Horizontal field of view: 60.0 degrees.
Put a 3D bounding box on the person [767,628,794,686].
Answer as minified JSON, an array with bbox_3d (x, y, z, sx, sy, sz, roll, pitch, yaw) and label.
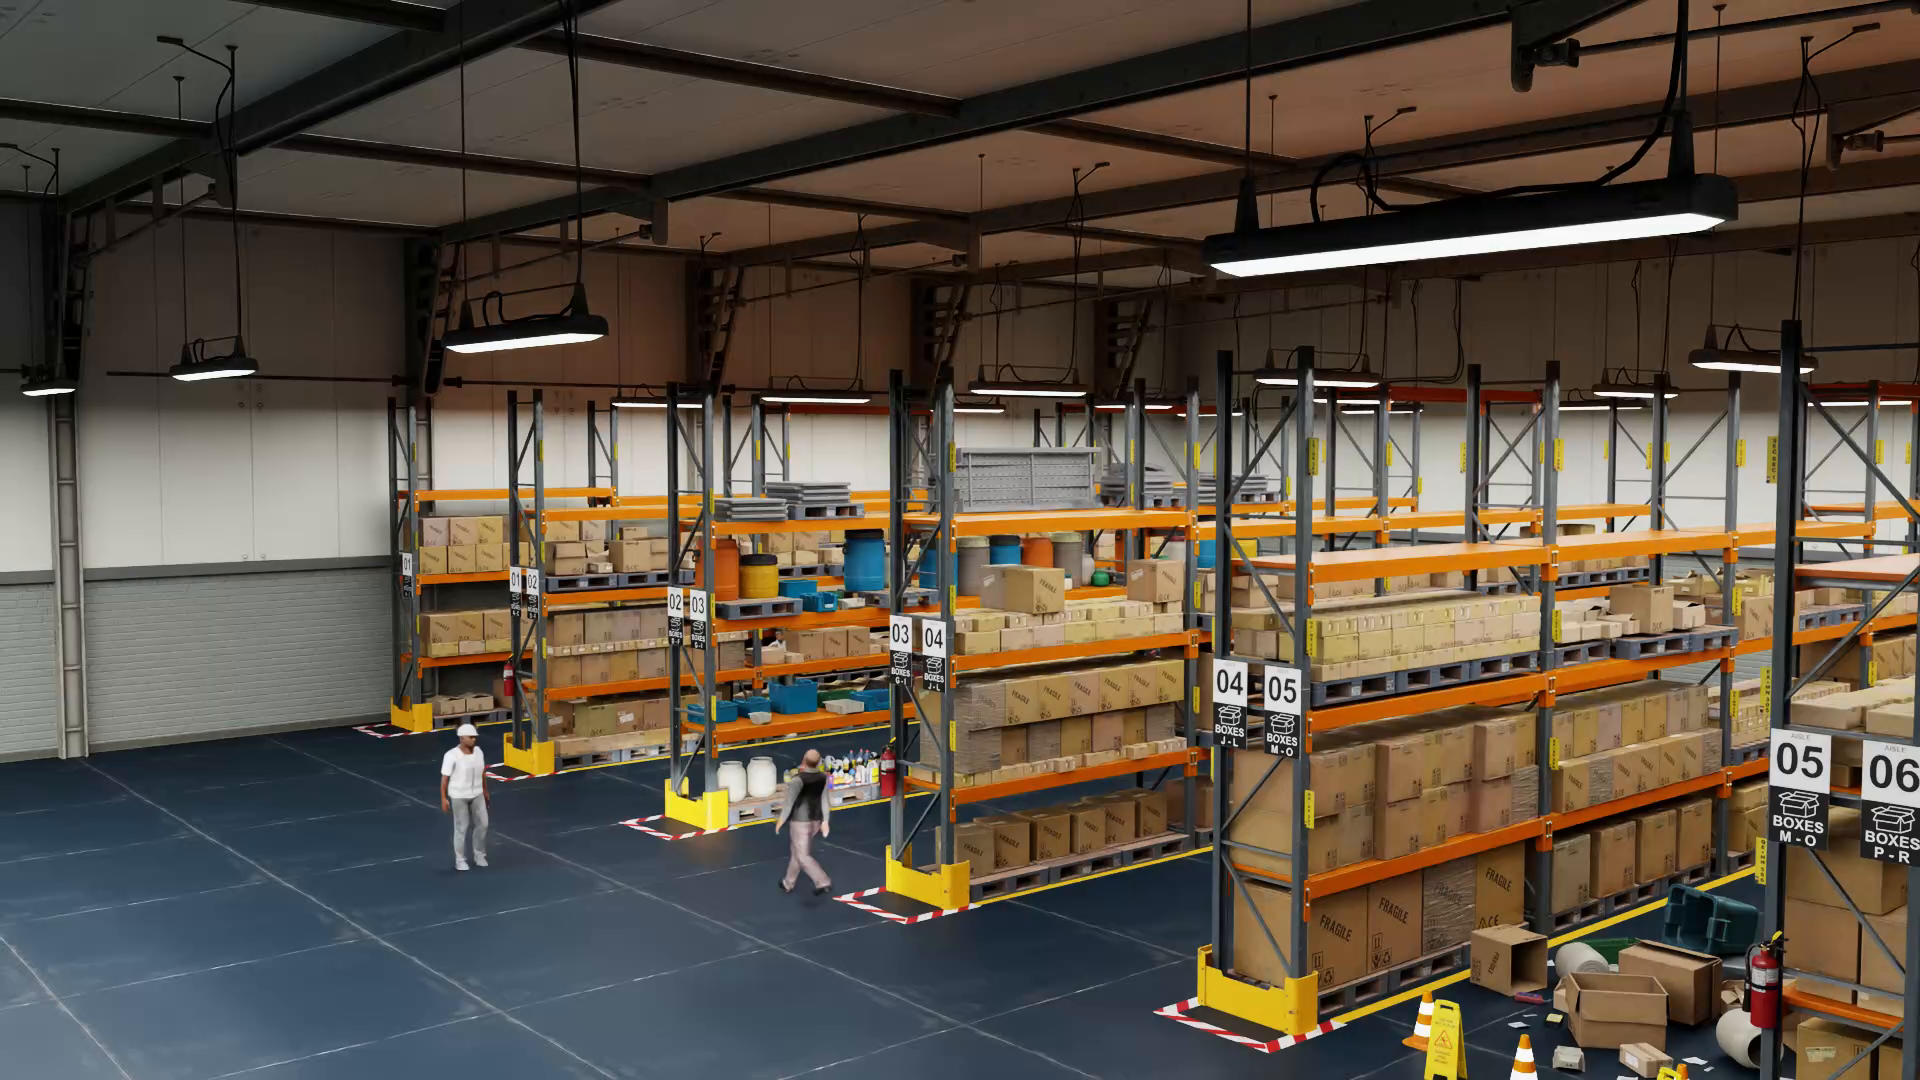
[{"bbox_3d":[-3.395,2.527,31.502,0.560,1.752,0.353,-2,4,-26],"label":"person"}]

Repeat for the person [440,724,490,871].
[{"bbox_3d":[-5.999,3.129,20.192,0.387,1.798,0.655,3,4,40],"label":"person"}]

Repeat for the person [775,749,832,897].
[{"bbox_3d":[-1.777,3.222,18.927,0.943,1.688,0.551,2,4,33],"label":"person"}]
